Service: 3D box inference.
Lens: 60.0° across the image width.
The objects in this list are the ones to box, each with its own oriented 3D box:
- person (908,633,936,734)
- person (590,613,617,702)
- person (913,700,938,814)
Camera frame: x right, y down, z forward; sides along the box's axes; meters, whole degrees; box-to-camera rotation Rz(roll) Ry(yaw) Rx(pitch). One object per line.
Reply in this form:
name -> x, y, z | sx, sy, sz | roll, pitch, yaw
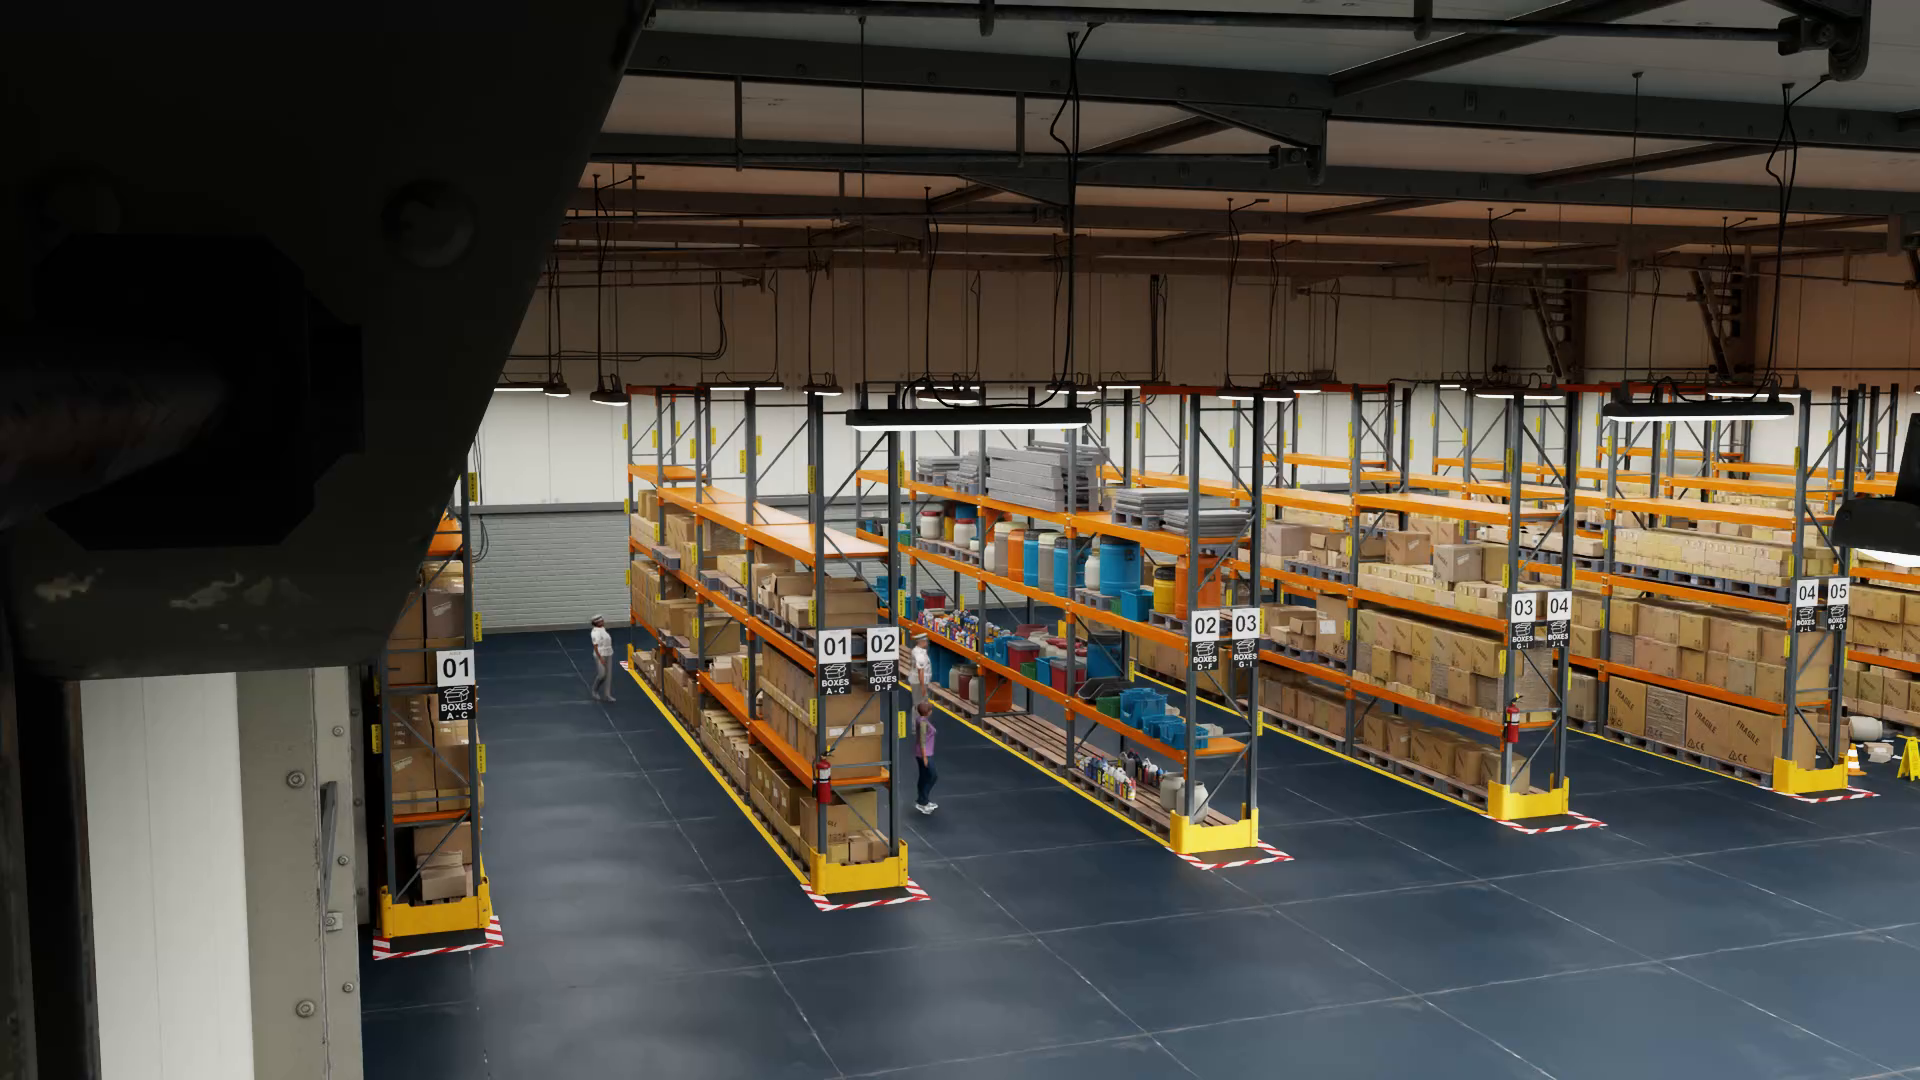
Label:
person -> -0.648, 2.485, 28.771 | 0.492, 1.769, 0.560 | -1, 6, -5
person -> -6.777, 2.237, 31.699 | 0.520, 1.676, 0.496 | 4, 7, 33
person -> -0.491, 3.090, 23.822 | 0.356, 1.609, 0.467 | -1, 6, -9
